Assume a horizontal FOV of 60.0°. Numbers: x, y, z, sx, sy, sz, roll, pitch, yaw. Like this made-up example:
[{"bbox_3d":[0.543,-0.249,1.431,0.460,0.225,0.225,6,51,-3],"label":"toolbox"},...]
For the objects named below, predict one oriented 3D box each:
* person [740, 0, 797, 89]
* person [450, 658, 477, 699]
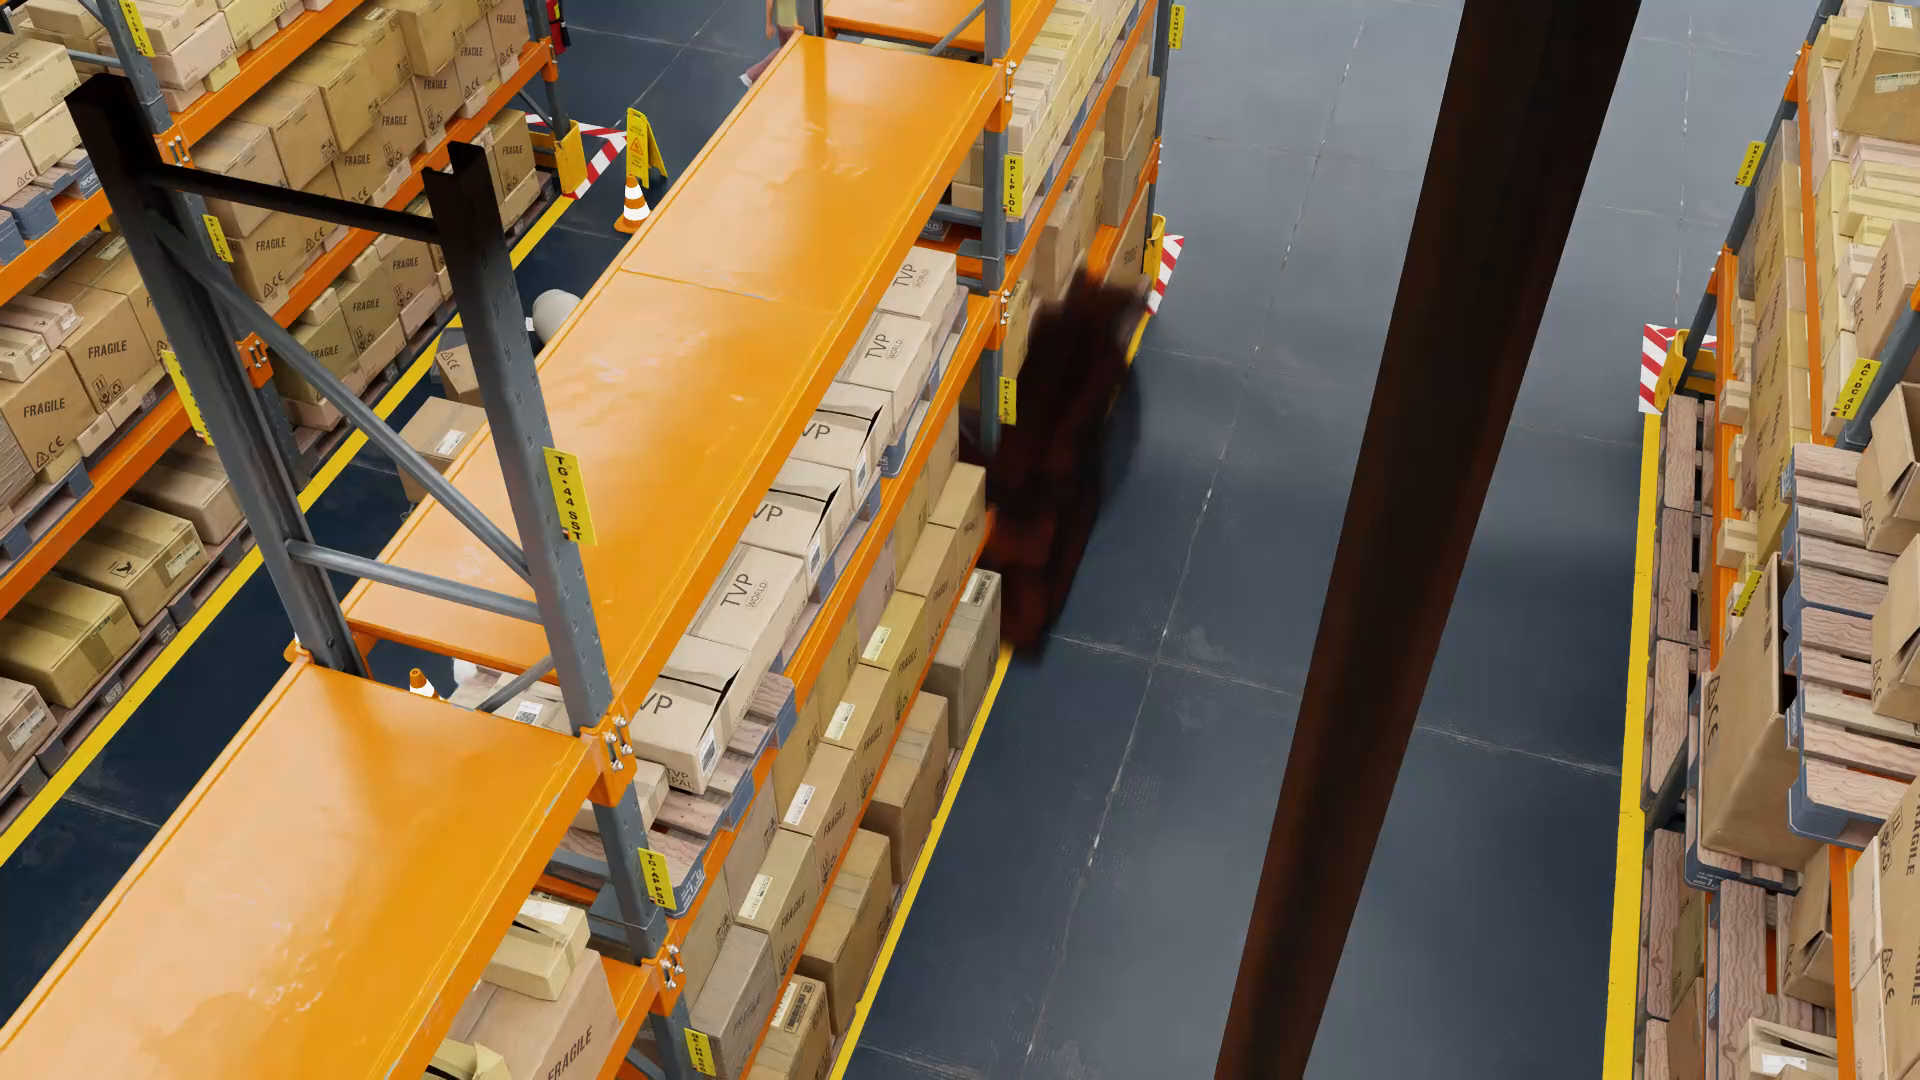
[{"bbox_3d":[-1.530,-4.502,14.365,0.821,1.652,0.447,-12,47,-12],"label":"person"},{"bbox_3d":[-2.391,1.185,8.728,0.388,1.796,0.644,24,50,21],"label":"person"}]
